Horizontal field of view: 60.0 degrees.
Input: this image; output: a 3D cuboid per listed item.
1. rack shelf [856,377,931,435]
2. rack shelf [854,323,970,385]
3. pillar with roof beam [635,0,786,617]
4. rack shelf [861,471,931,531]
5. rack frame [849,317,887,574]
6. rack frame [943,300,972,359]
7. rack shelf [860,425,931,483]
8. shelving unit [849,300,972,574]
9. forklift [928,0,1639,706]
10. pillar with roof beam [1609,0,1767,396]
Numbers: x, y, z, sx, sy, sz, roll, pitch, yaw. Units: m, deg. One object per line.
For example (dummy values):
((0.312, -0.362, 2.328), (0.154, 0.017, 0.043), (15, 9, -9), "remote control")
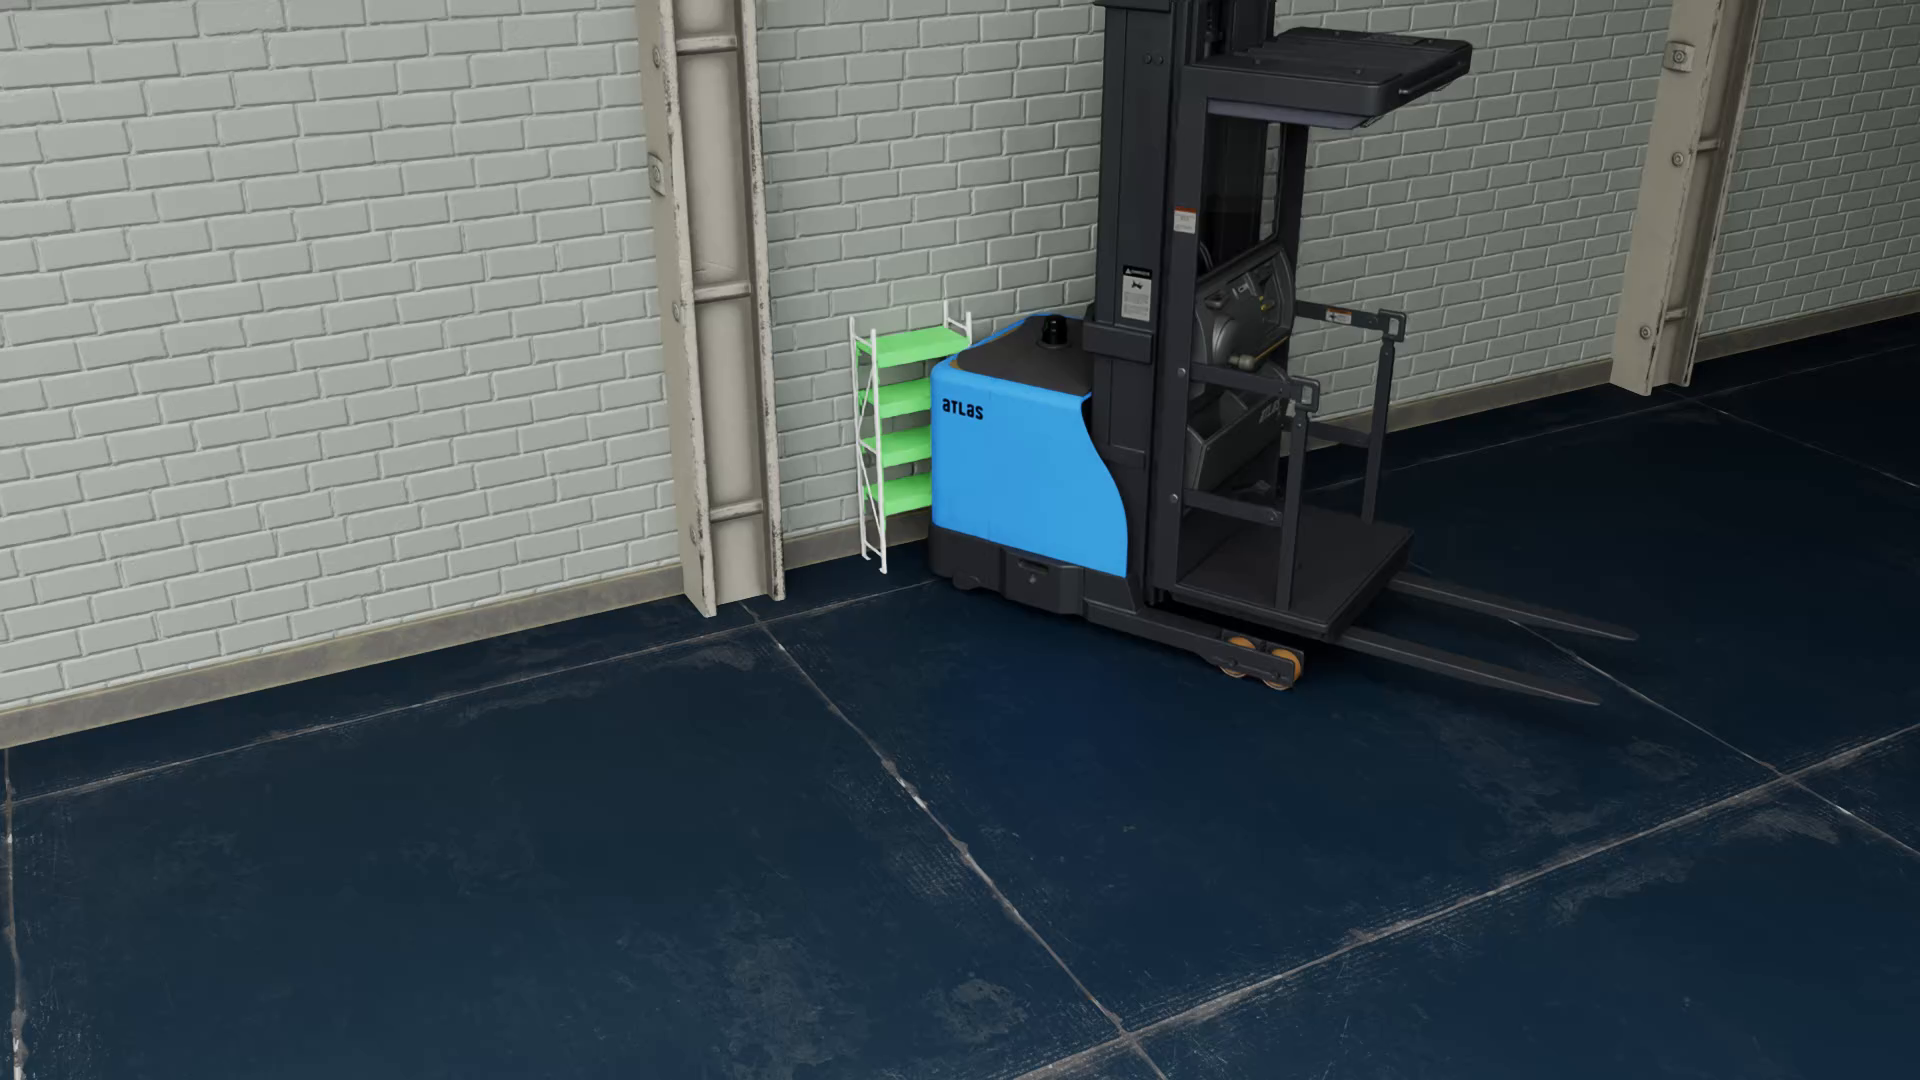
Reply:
((-0.217, -0.643, 7.779), (0.480, 0.148, 0.258), (-14, 27, -26), "rack shelf")
((-0.223, -0.862, 7.681), (0.480, 0.148, 0.258), (-14, 27, -26), "rack shelf")
((0.977, -2.160, 2.352), (0.400, 9.000, 9.100), (-13, 29, -25), "pillar with roof beam")
((-0.206, -0.205, 7.974), (0.480, 0.148, 0.258), (-14, 27, -26), "rack shelf")
((-0.427, -0.430, 7.745), (0.015, 1.200, 0.240), (-14, 27, -26), "rack frame")
((0.000, -0.535, 7.956), (0.015, 1.200, 0.240), (-14, 27, -26), "rack frame")
((-0.212, -0.424, 7.877), (0.480, 0.148, 0.258), (-14, 27, -26), "rack shelf")
((-0.213, -0.482, 7.851), (0.503, 1.200, 0.258), (-14, 27, -26), "shelving unit")
((1.370, -0.958, 6.859), (3.031, 2.935, 1.130), (15, 30, 29), "forklift")
((6.271, -3.382, 4.897), (0.400, 9.000, 9.100), (-13, 29, -25), "pillar with roof beam")
